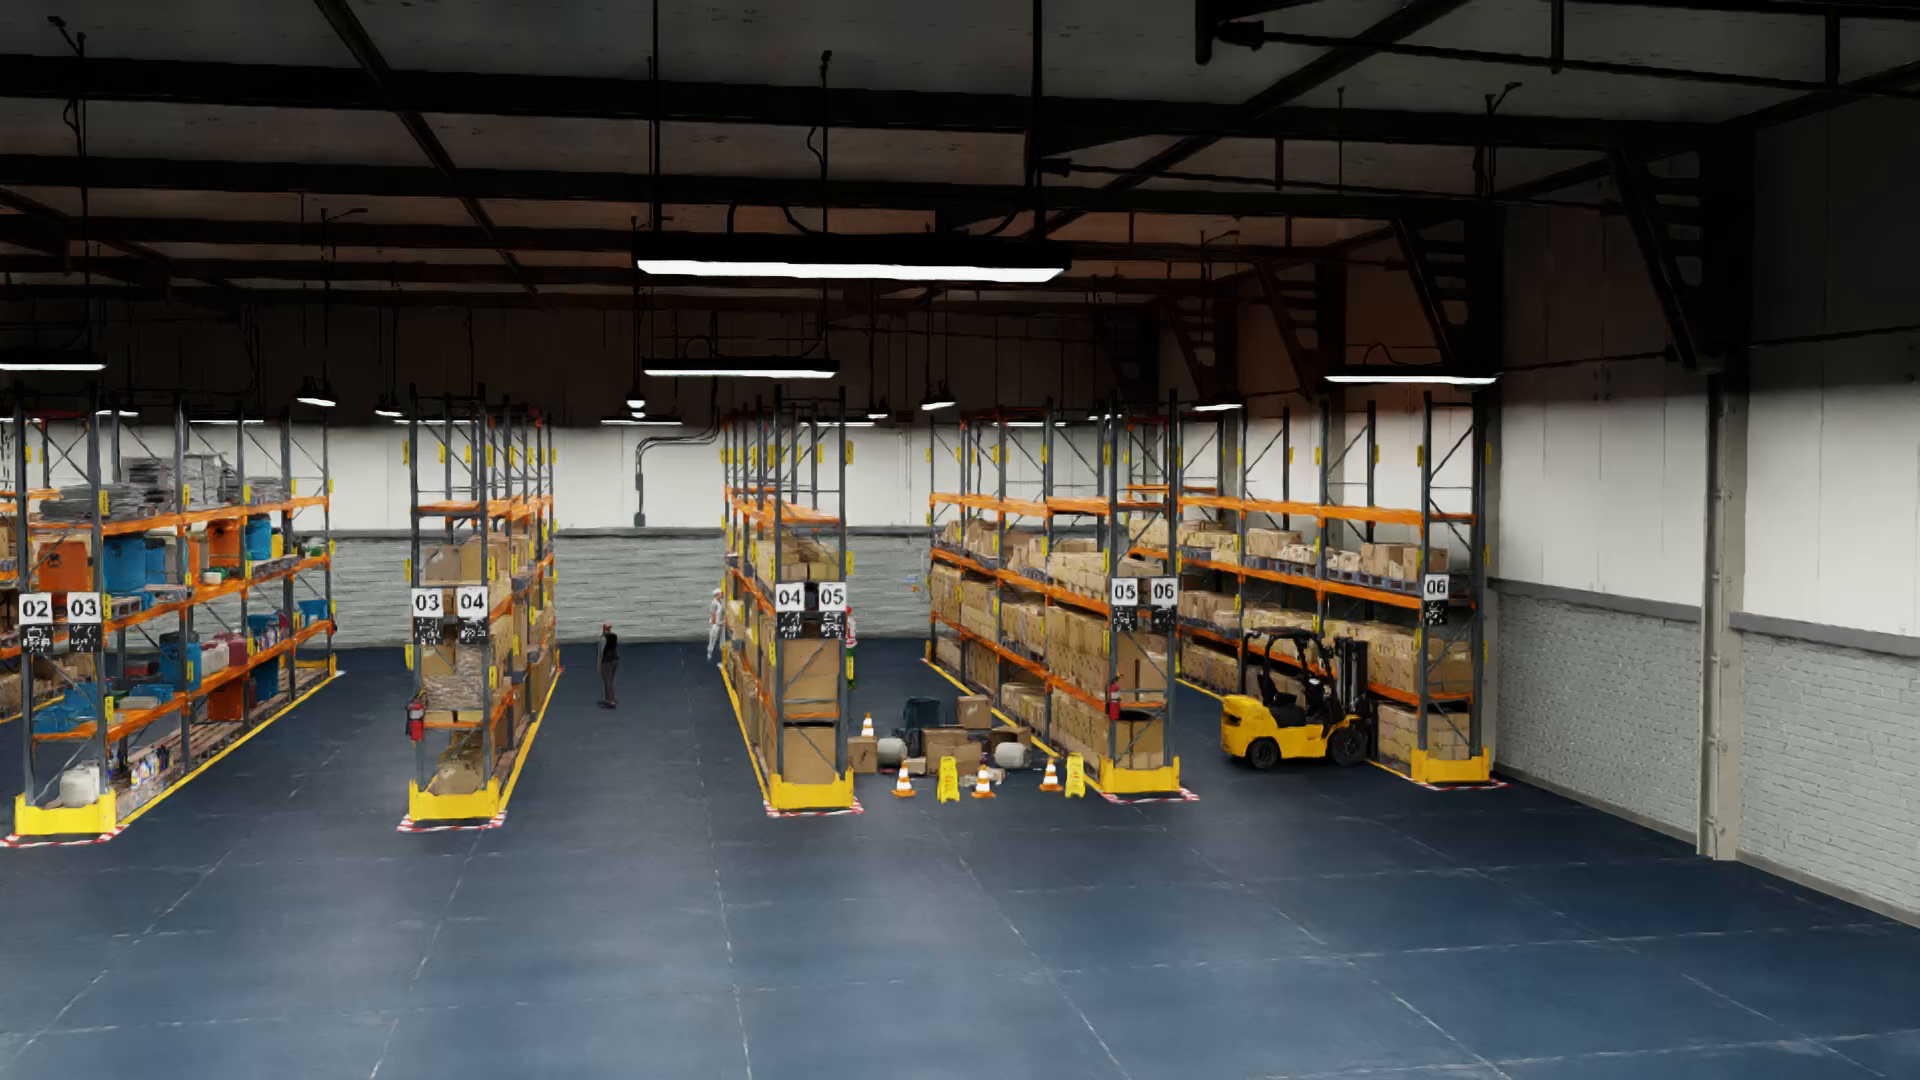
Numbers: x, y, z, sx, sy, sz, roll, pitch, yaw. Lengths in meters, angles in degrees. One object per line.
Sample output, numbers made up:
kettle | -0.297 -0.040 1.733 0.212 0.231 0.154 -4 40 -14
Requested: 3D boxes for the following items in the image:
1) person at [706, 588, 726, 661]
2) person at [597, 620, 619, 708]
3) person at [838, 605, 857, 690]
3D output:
person | -5.867 2.044 40.517 0.535 1.784 0.703 1 3 21
person | -7.025 2.453 33.050 0.569 1.718 0.628 1 3 20
person | -2.449 2.288 35.639 0.569 1.785 0.655 1 3 19
